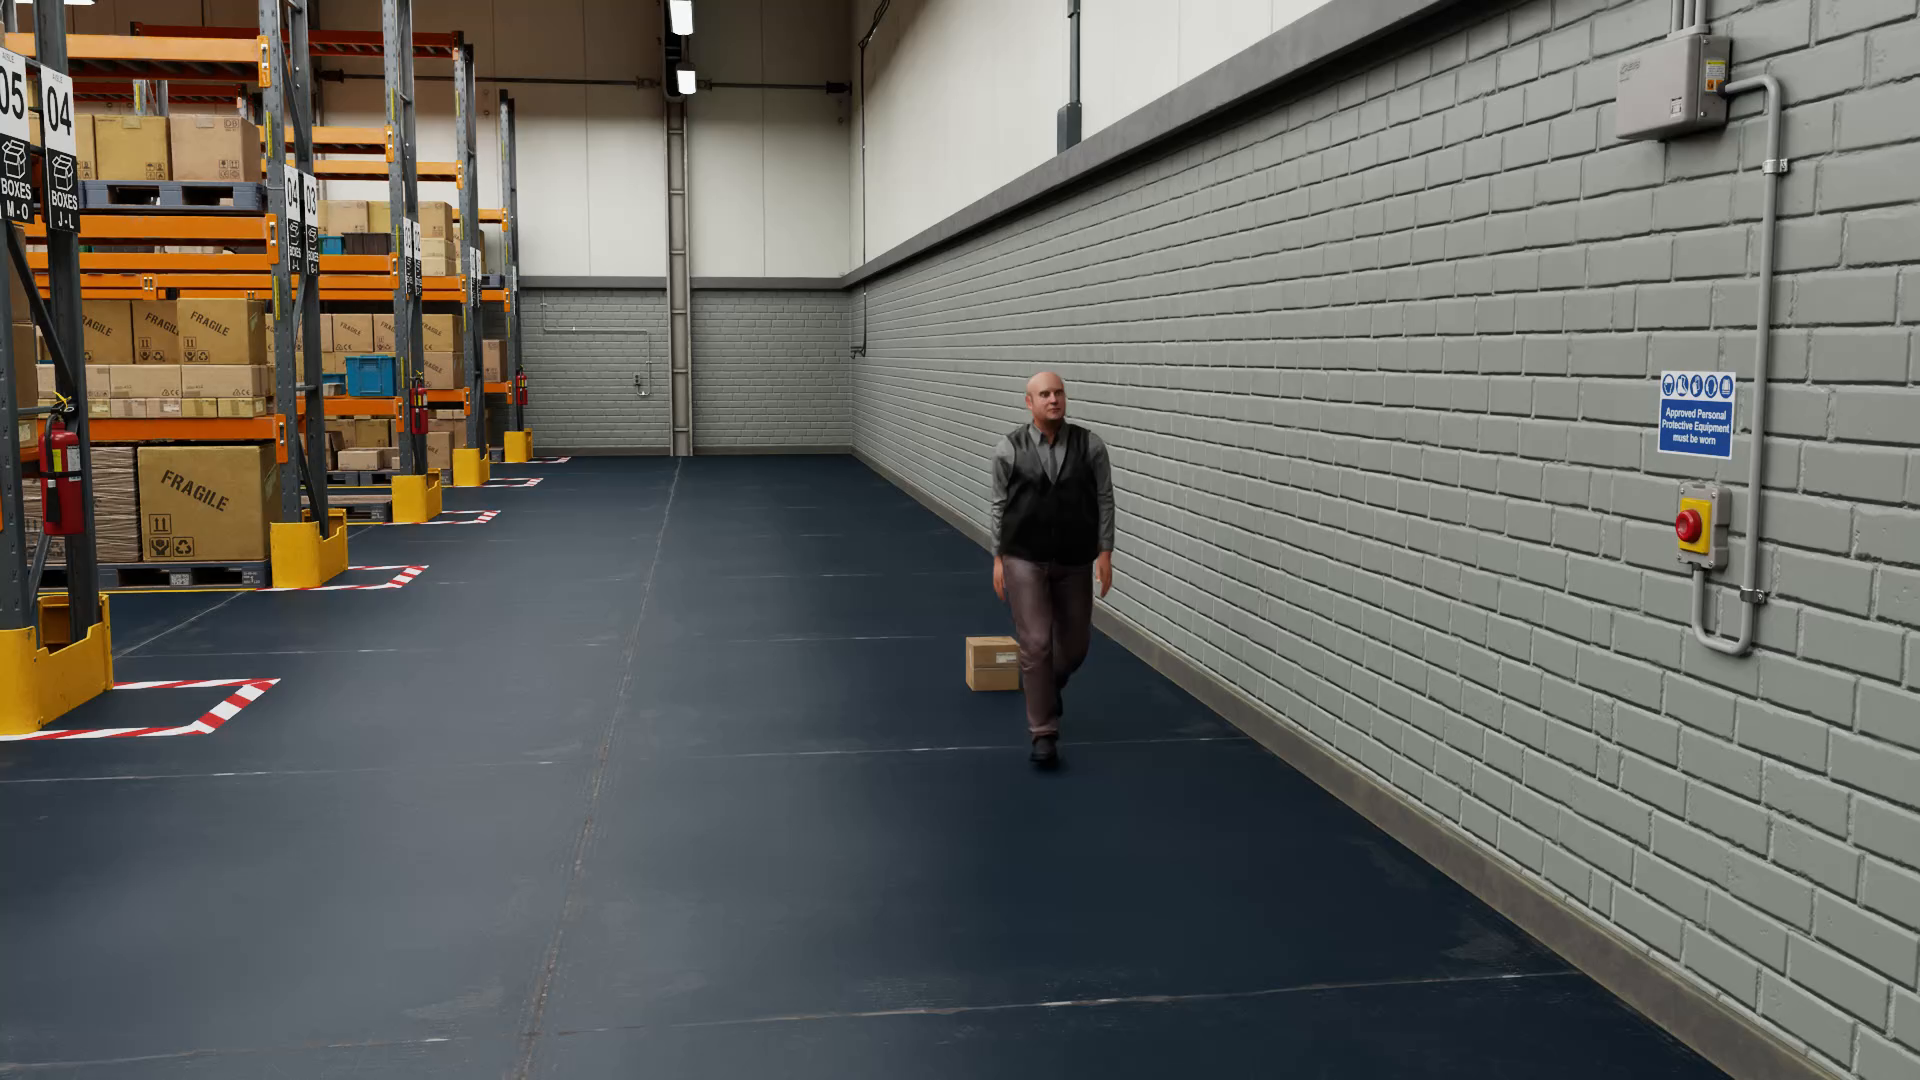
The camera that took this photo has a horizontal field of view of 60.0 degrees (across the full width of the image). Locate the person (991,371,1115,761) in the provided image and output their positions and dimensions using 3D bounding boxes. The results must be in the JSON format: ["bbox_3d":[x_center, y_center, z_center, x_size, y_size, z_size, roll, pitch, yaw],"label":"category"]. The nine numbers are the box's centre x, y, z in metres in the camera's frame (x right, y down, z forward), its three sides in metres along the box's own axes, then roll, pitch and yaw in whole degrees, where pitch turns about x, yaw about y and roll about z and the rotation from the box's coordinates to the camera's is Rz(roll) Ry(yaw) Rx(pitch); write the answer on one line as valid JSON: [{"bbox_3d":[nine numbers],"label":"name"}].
[{"bbox_3d":[0.410,0.094,7.462,0.550,1.694,0.890,-1,6,-6],"label":"person"}]
